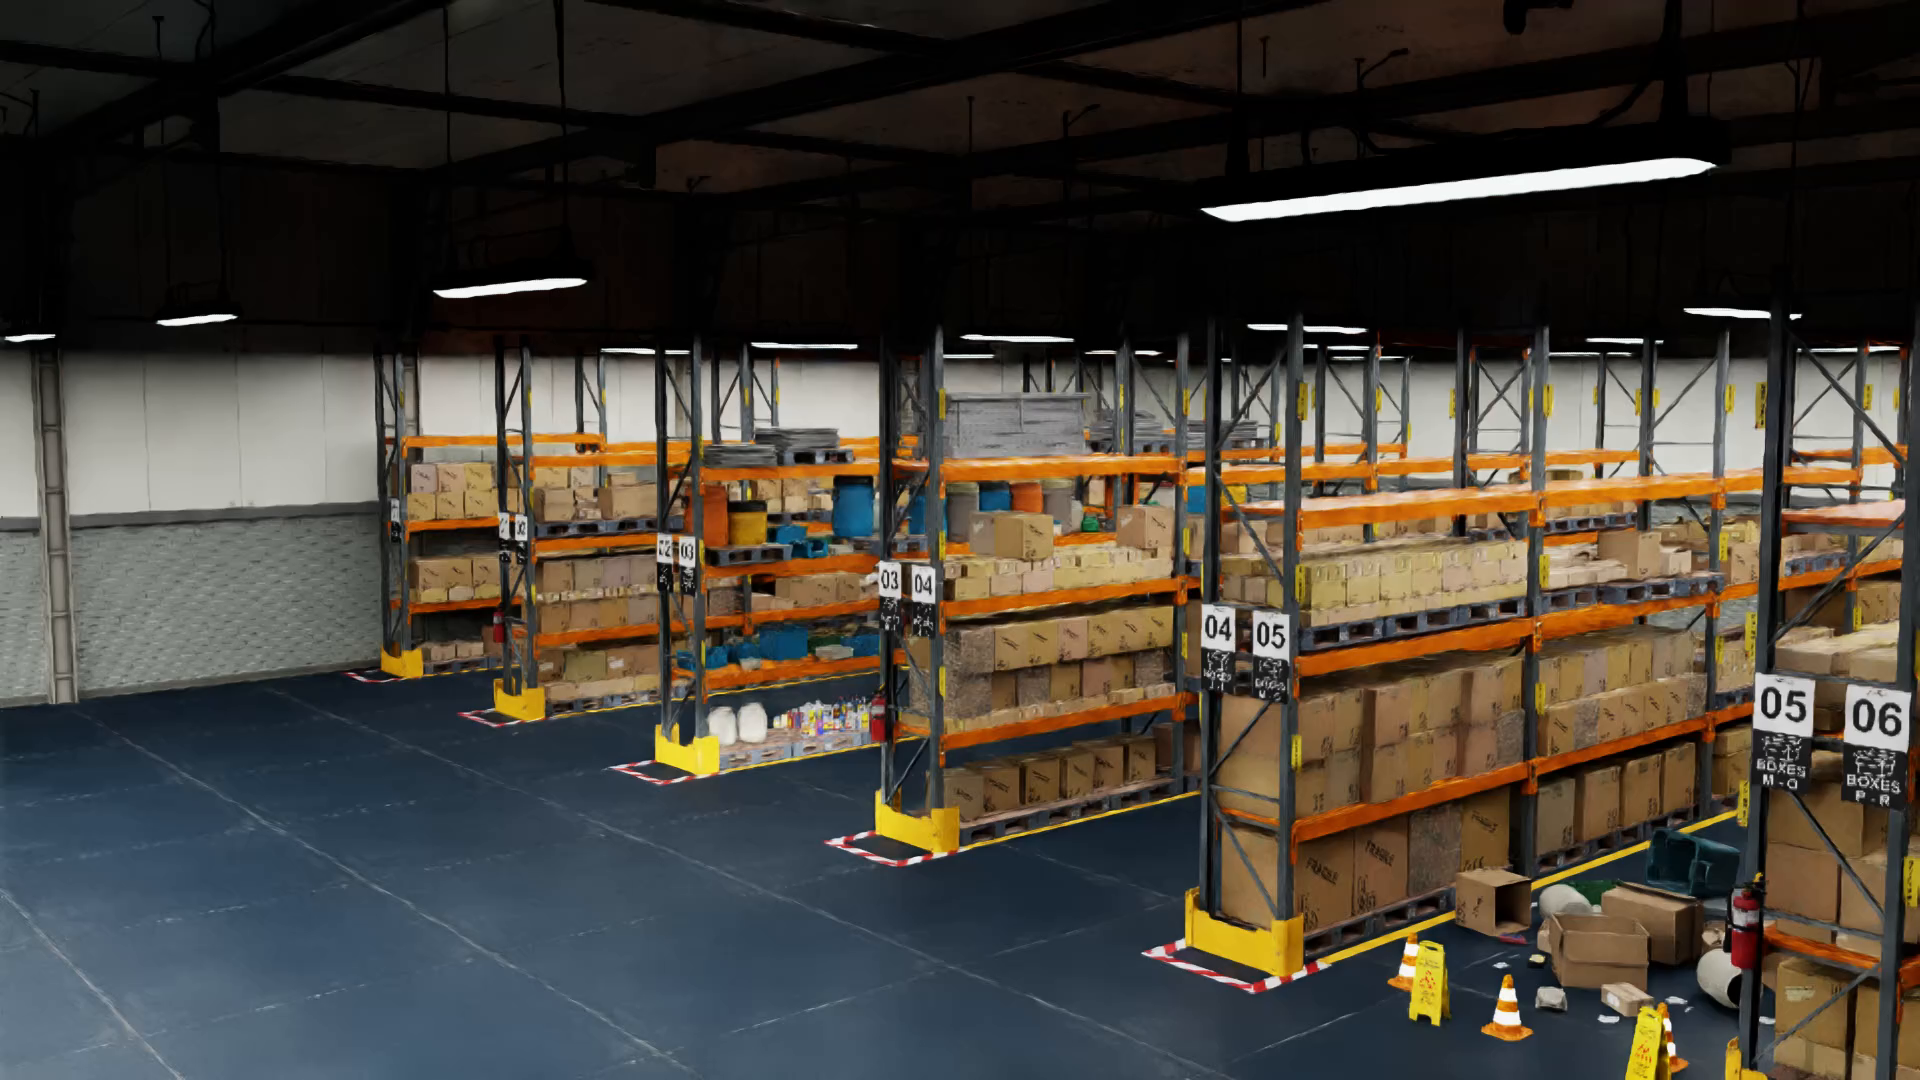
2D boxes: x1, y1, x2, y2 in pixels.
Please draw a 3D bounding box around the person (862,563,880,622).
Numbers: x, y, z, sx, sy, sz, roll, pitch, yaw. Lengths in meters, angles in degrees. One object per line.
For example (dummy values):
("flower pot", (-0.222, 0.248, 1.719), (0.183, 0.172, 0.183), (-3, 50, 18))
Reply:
("person", (-1.672, 1.276, 33.007), (0.588, 1.758, 0.501), (-1, 5, -11))
